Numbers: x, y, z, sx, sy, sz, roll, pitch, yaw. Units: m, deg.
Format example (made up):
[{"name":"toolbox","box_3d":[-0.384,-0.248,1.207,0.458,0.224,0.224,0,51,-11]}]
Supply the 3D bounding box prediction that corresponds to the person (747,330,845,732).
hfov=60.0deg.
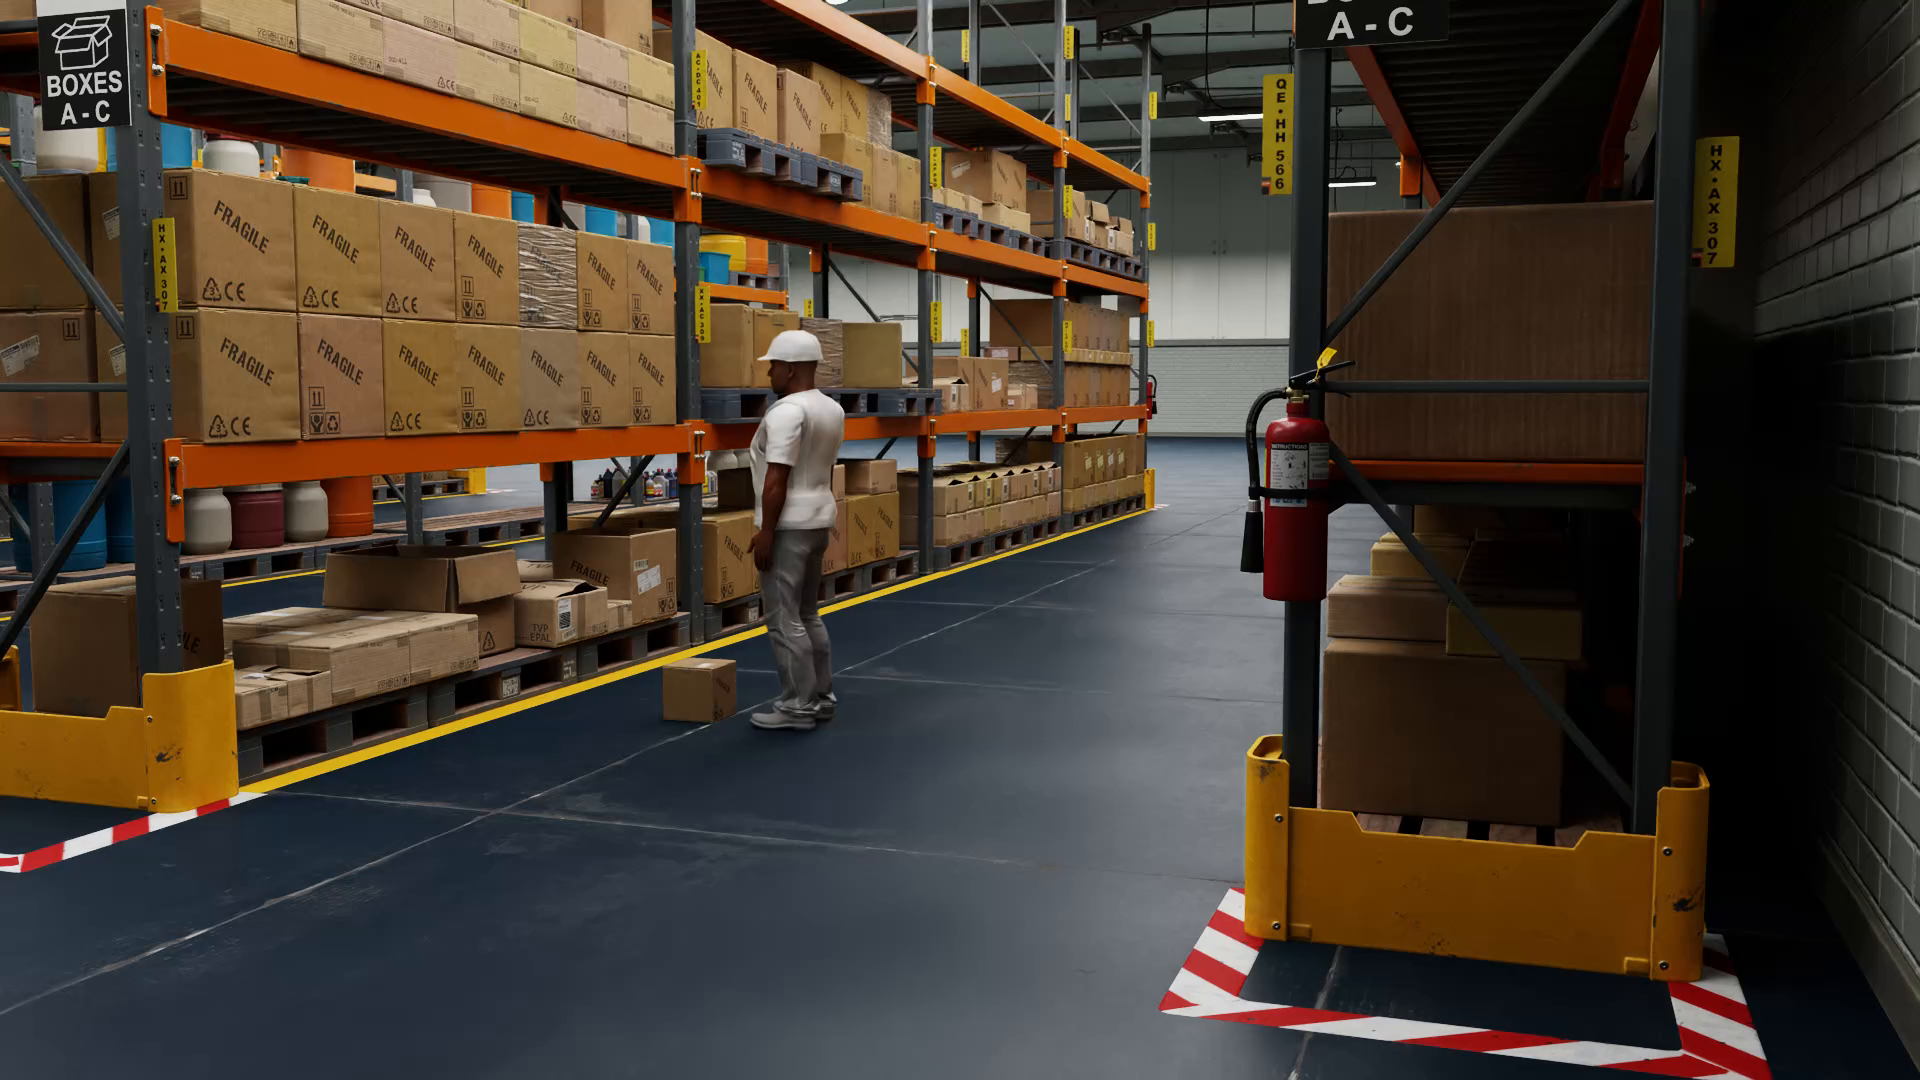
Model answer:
[{"name":"person","box_3d":[-0.744,-0.047,7.414,0.369,1.762,0.563,2,5,20]}]
